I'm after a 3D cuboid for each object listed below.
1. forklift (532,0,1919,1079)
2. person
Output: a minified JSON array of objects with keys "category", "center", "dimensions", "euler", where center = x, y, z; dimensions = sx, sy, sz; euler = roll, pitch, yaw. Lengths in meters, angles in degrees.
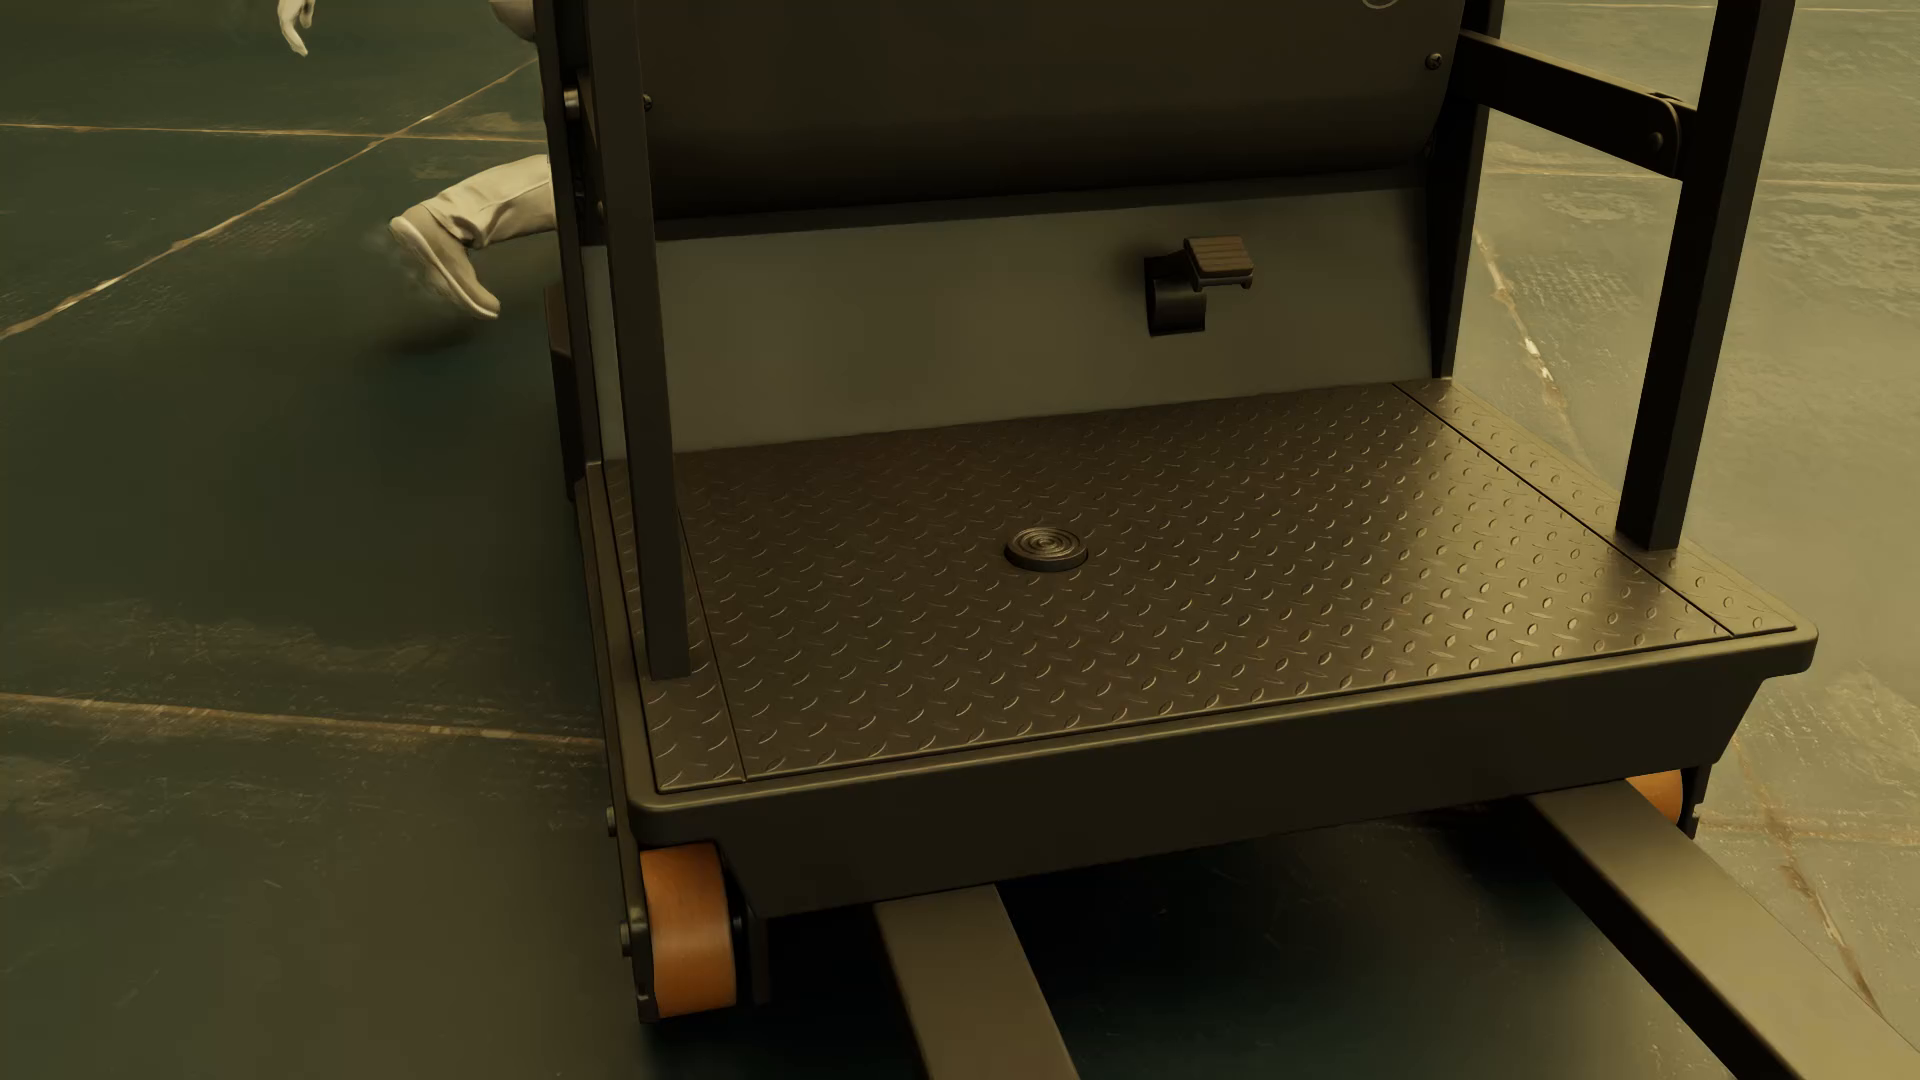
[{"category":"forklift","center":[0.153,-1.049,1.319],"dimensions":[1.130,2.935,3.031],"euler":[-7,27,-13]},{"category":"person","center":[-0.930,-1.167,3.320],"dimensions":[0.631,1.438,0.903],"euler":[5,27,11]}]
